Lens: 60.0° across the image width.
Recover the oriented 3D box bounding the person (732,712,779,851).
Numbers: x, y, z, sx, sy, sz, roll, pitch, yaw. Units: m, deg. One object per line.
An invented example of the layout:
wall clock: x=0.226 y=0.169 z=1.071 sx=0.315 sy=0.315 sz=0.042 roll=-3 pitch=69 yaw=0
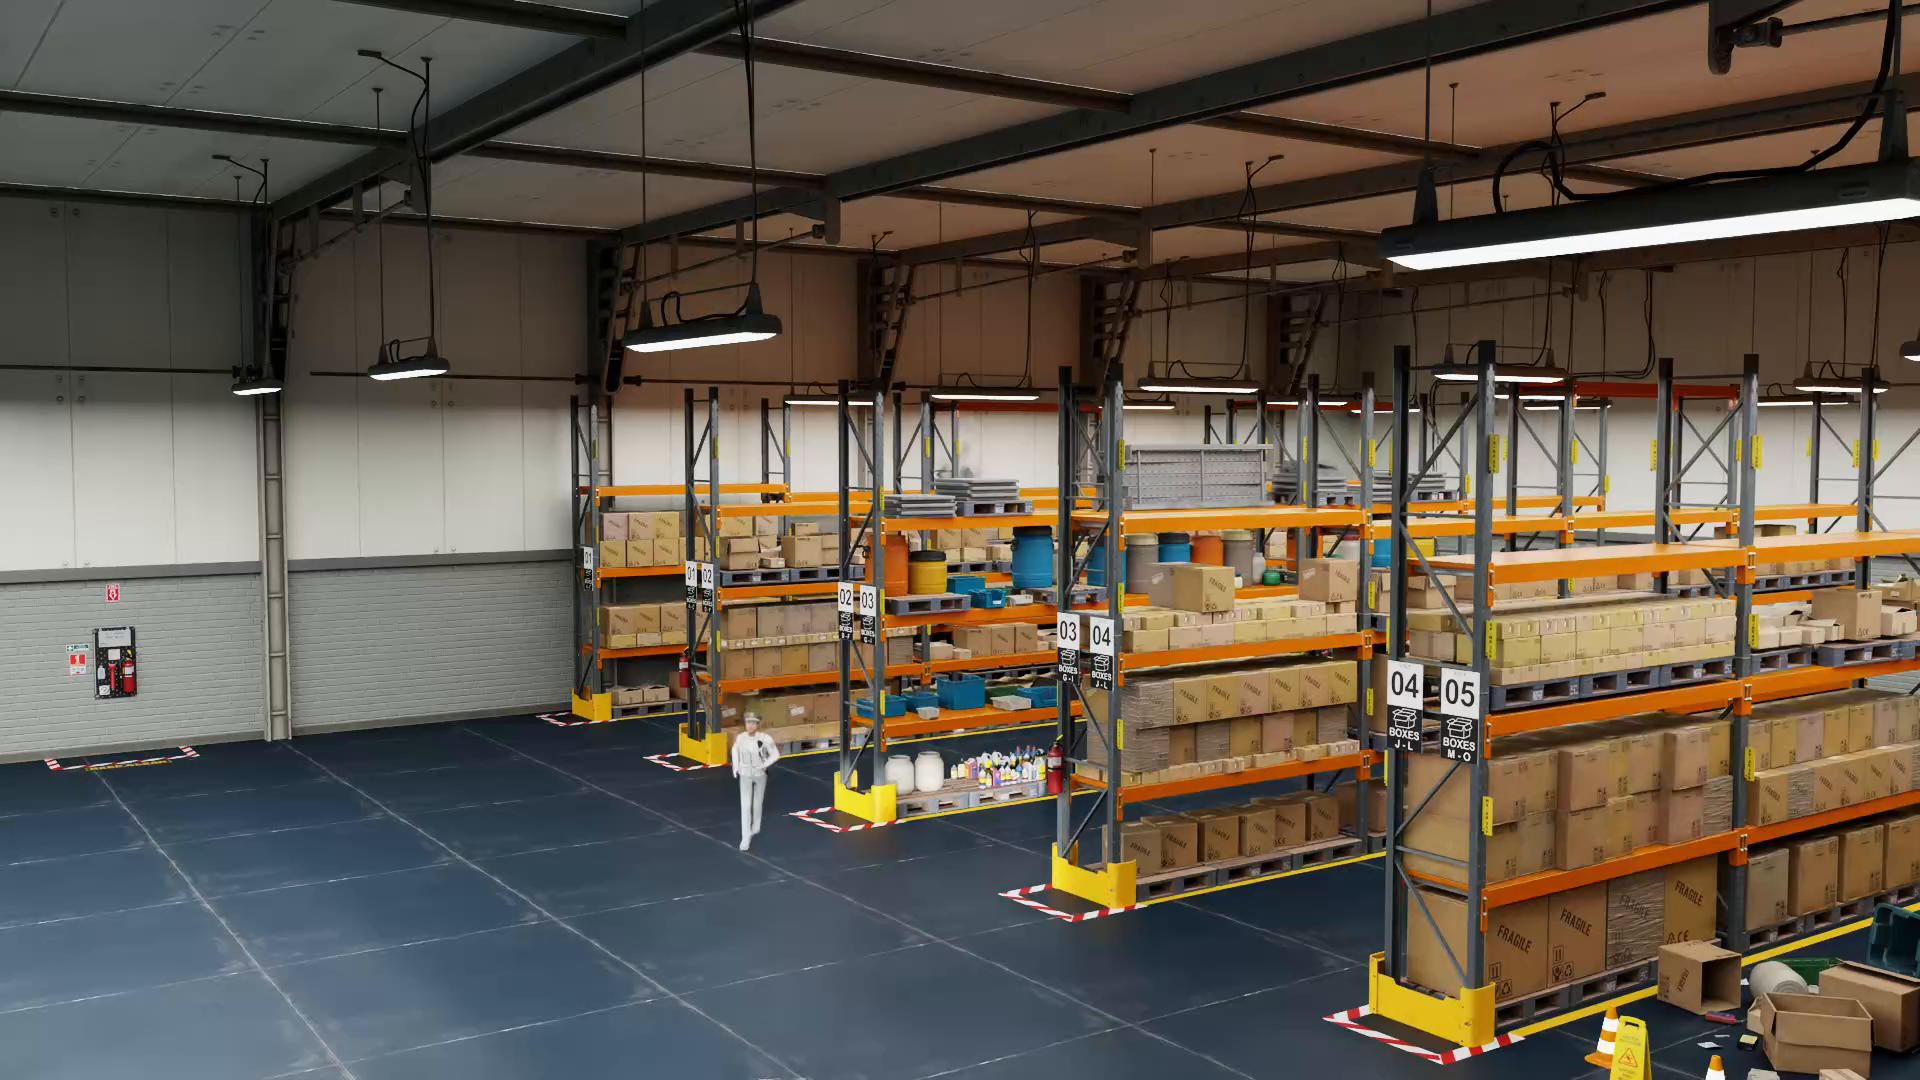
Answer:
person: x=-2.616 y=3.027 z=21.263 sx=0.624 sy=1.712 sz=0.863 roll=0 pitch=3 yaw=-1
